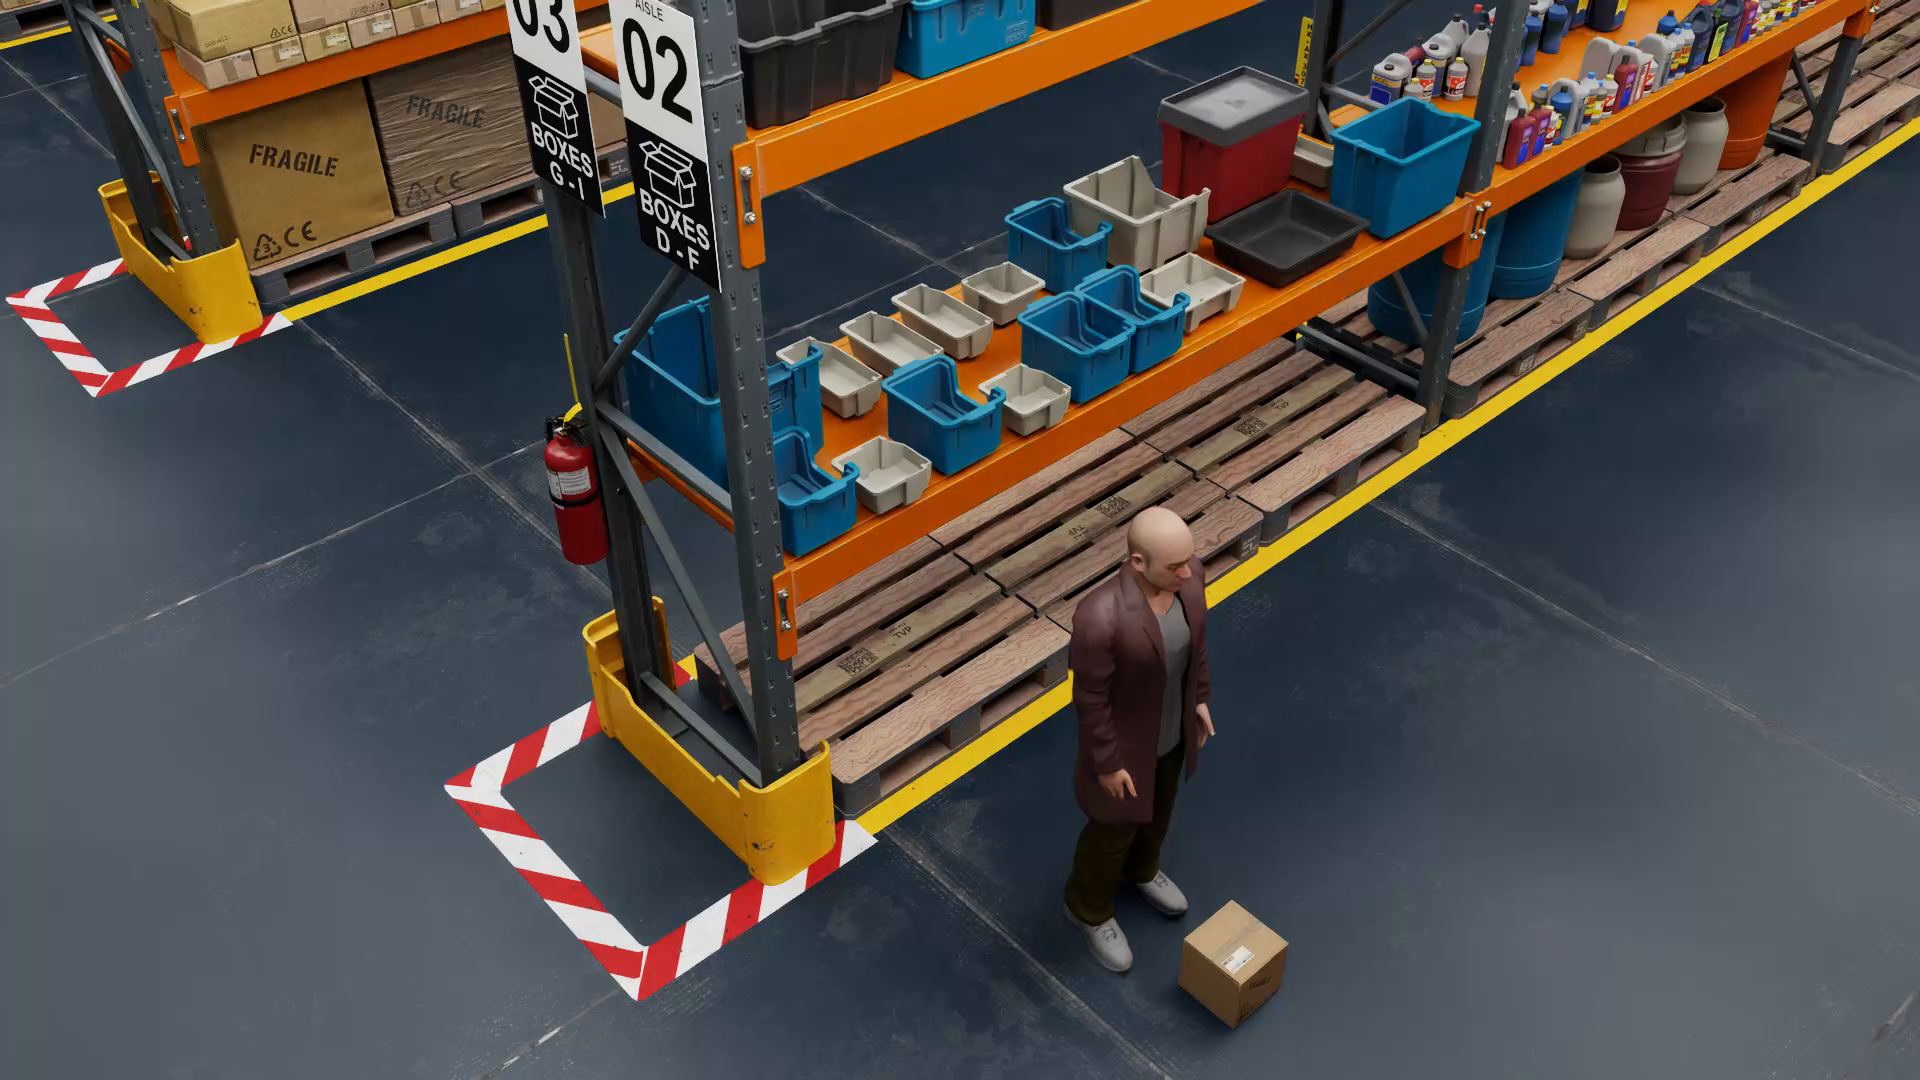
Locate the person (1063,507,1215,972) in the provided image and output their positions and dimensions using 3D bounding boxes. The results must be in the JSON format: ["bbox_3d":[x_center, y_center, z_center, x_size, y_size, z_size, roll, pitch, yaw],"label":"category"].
[{"bbox_3d":[0.608,0.630,5.436,0.565,1.788,0.410,-29,47,-31],"label":"person"}]
